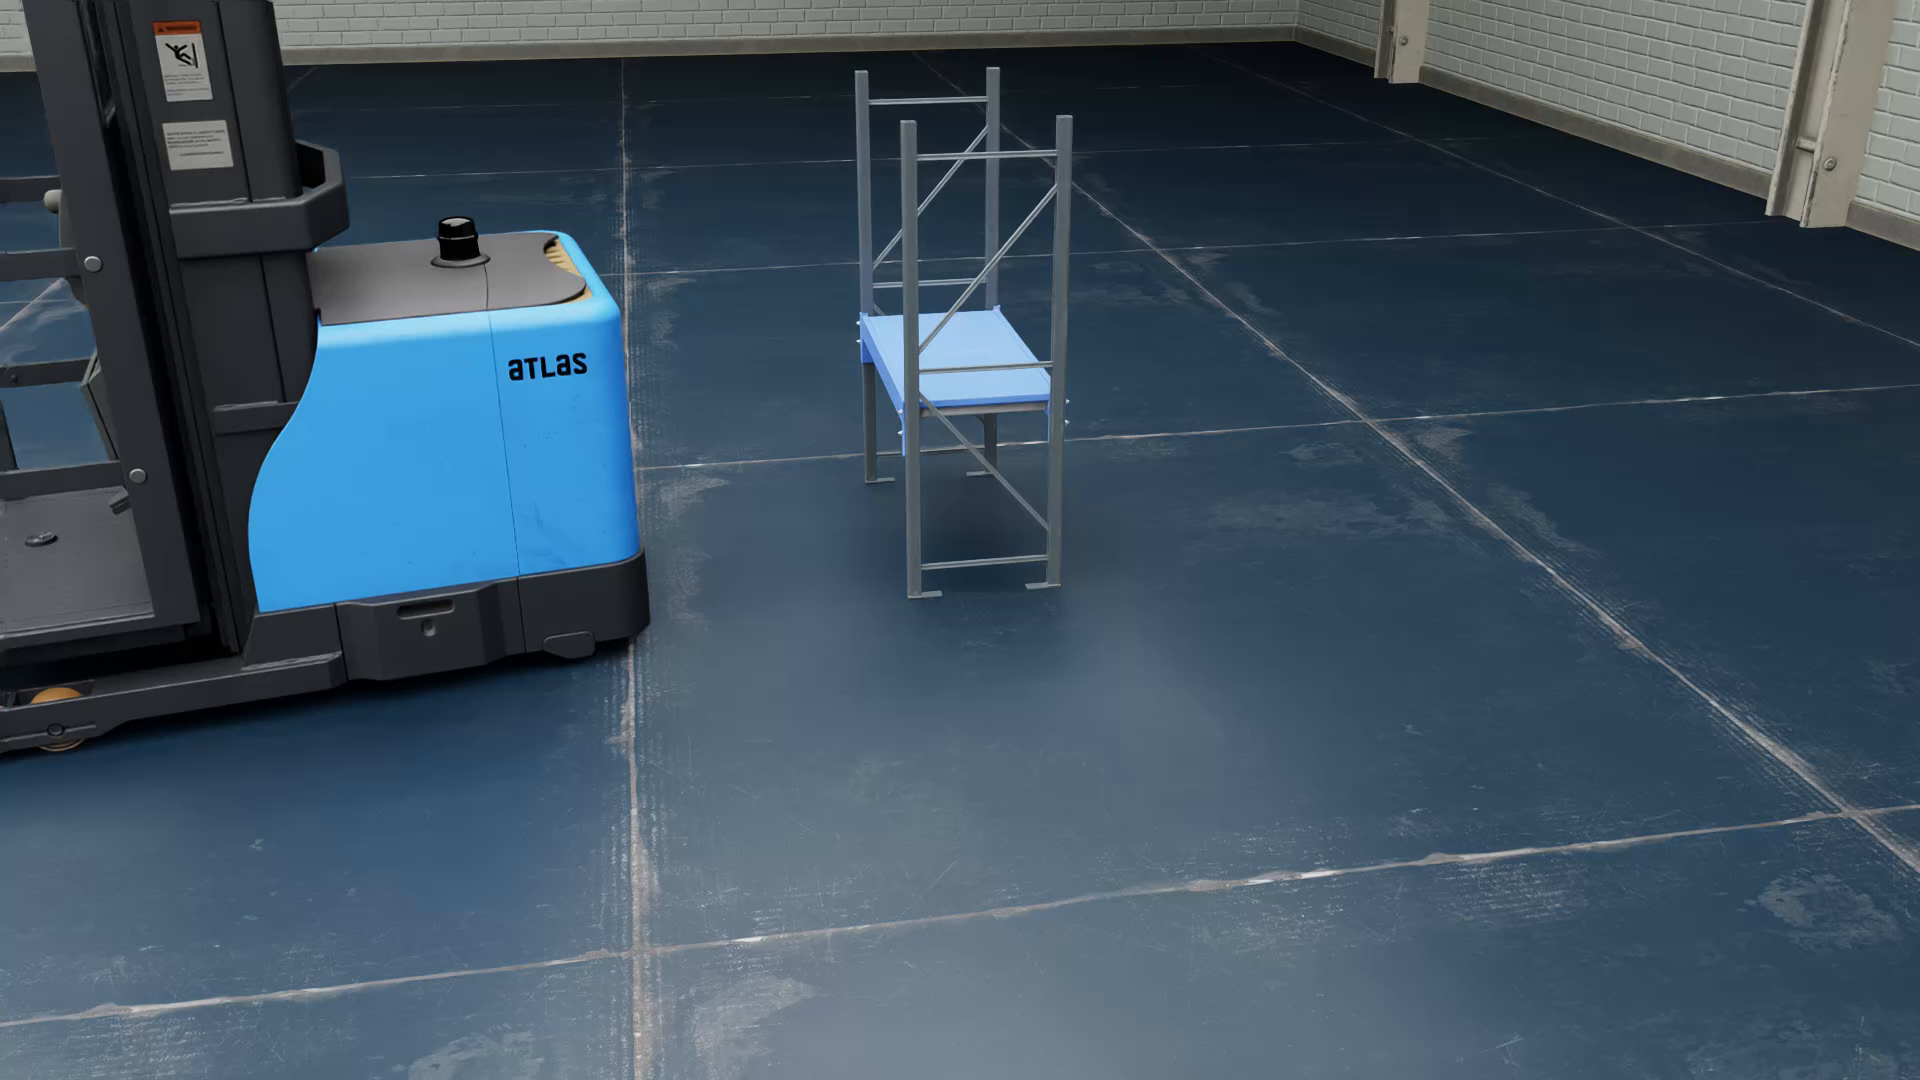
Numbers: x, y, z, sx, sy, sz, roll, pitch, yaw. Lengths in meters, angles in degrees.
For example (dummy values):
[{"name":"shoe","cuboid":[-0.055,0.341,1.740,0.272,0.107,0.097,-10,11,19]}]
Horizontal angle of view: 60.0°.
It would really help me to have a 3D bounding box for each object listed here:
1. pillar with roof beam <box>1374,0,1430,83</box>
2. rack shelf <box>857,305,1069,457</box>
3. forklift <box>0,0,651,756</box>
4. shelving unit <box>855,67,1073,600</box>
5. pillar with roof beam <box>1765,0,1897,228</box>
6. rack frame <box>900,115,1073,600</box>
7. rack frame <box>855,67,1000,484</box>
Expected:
[{"name":"pillar with roof beam","cuboid":[-0.103,-8.147,13.161,9.100,9.000,0.400,-4,24,-10]},{"name":"rack shelf","cuboid":[-0.016,-0.556,5.599,0.538,0.185,1.000,-4,24,-10]},{"name":"forklift","cuboid":[-2.504,-0.989,4.353,3.031,2.935,1.130,-8,25,-18]},{"name":"shelving unit","cuboid":[-0.016,-0.721,5.527,0.538,1.500,1.048,-4,24,-10]},{"name":"pillar with roof beam","cuboid":[1.006,-5.787,7.757,9.100,9.000,0.400,-4,24,-10]},{"name":"rack frame","cuboid":[0.078,-0.521,5.069,0.500,1.500,0.032,-4,24,-10]},{"name":"rack frame","cuboid":[-0.110,-0.921,5.984,0.500,1.500,0.032,-4,24,-10]}]
